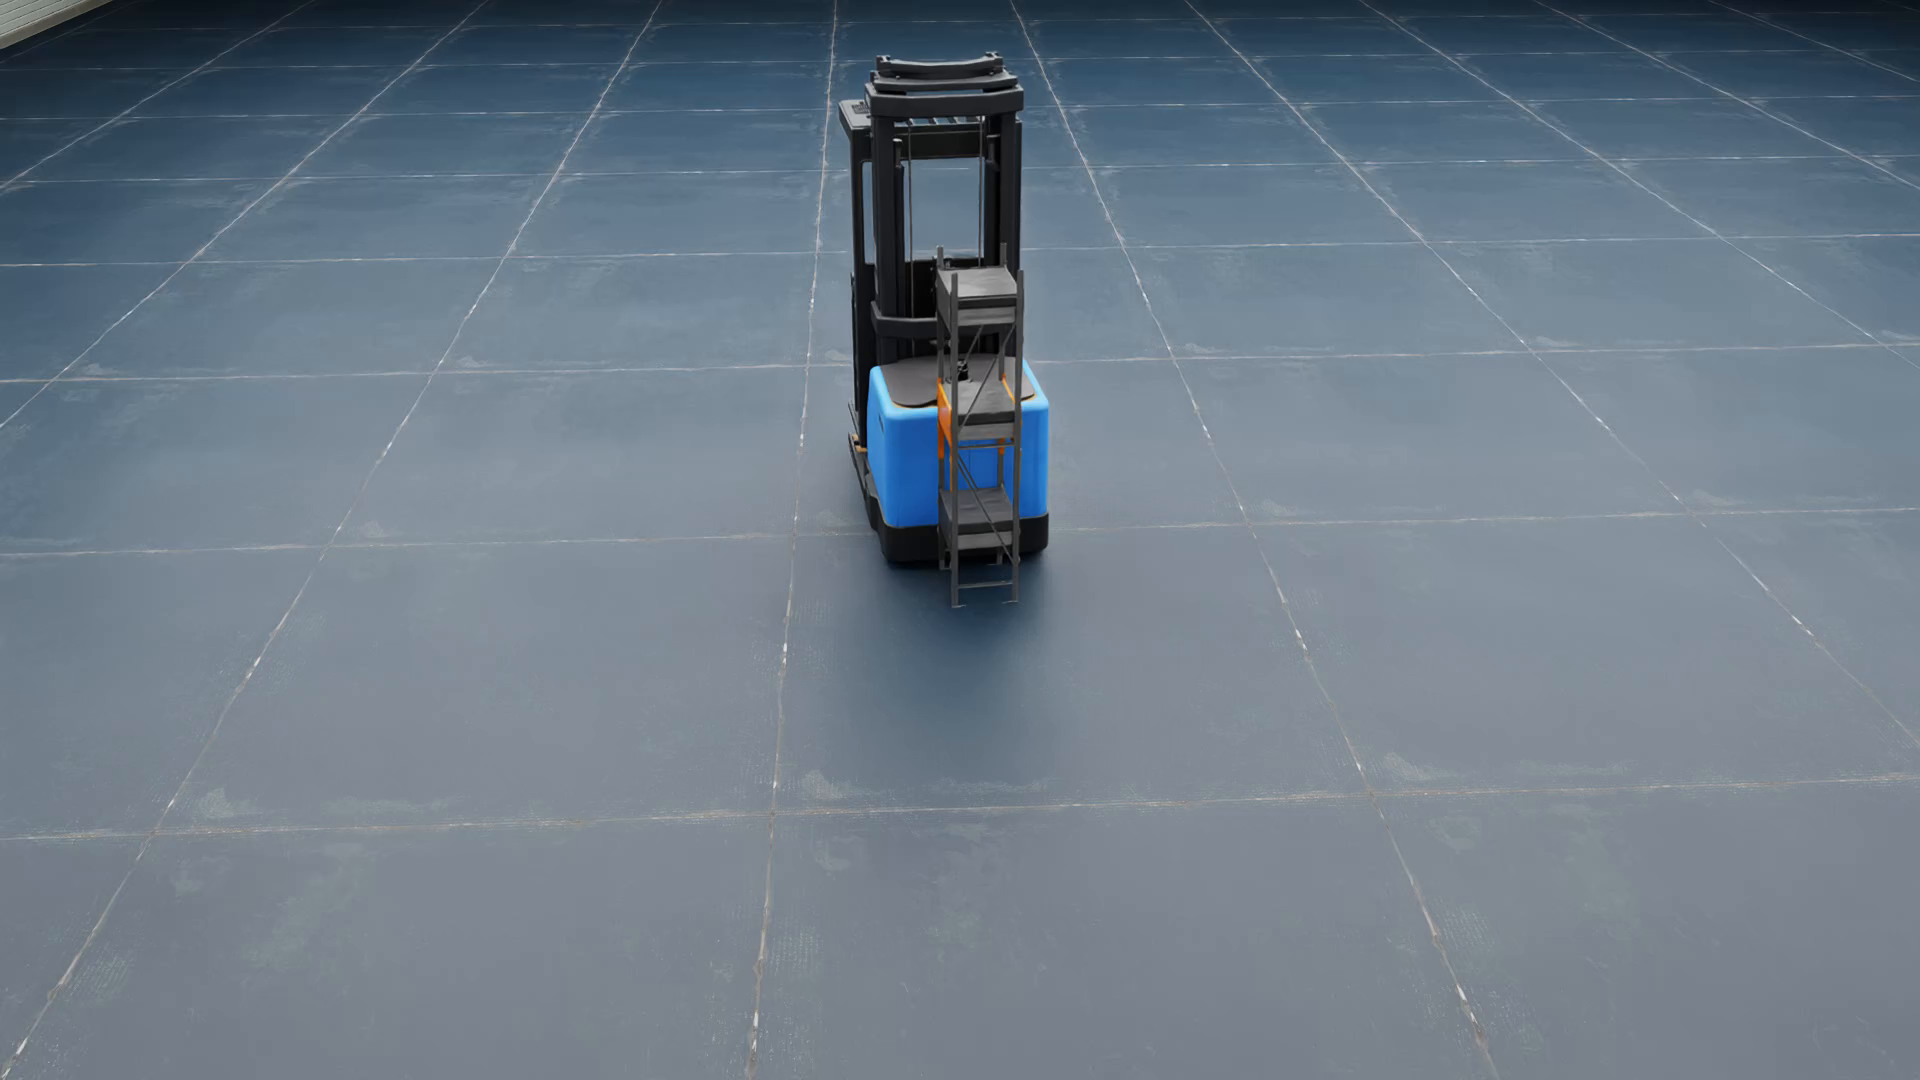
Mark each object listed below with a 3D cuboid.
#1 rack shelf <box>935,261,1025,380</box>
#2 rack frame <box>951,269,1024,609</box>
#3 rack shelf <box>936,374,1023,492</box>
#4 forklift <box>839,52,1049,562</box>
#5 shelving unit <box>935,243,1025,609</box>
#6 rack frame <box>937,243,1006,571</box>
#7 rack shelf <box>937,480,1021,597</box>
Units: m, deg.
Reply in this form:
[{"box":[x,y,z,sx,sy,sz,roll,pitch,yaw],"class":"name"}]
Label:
[{"box":[0.109,-1.254,9.462,0.431,0.518,0.480,-5,28,-9],"class":"rack shelf"},{"box":[0.150,-0.534,9.566,0.400,2.100,0.015,-5,28,-9],"class":"rack frame"},{"box":[0.109,-0.634,9.786,0.431,0.518,0.480,-5,28,-9],"class":"rack shelf"},{"box":[-0.193,-1.822,11.137,1.130,2.935,3.031,-5,28,-9],"class":"forklift"},{"box":[0.109,-0.646,9.779,0.431,2.100,0.503,-5,28,-9],"class":"shelving unit"},{"box":[0.068,-0.757,9.993,0.400,2.100,0.015,-5,28,-9],"class":"rack frame"},{"box":[0.109,-0.013,10.110,0.431,0.518,0.480,-5,28,-9],"class":"rack shelf"}]
